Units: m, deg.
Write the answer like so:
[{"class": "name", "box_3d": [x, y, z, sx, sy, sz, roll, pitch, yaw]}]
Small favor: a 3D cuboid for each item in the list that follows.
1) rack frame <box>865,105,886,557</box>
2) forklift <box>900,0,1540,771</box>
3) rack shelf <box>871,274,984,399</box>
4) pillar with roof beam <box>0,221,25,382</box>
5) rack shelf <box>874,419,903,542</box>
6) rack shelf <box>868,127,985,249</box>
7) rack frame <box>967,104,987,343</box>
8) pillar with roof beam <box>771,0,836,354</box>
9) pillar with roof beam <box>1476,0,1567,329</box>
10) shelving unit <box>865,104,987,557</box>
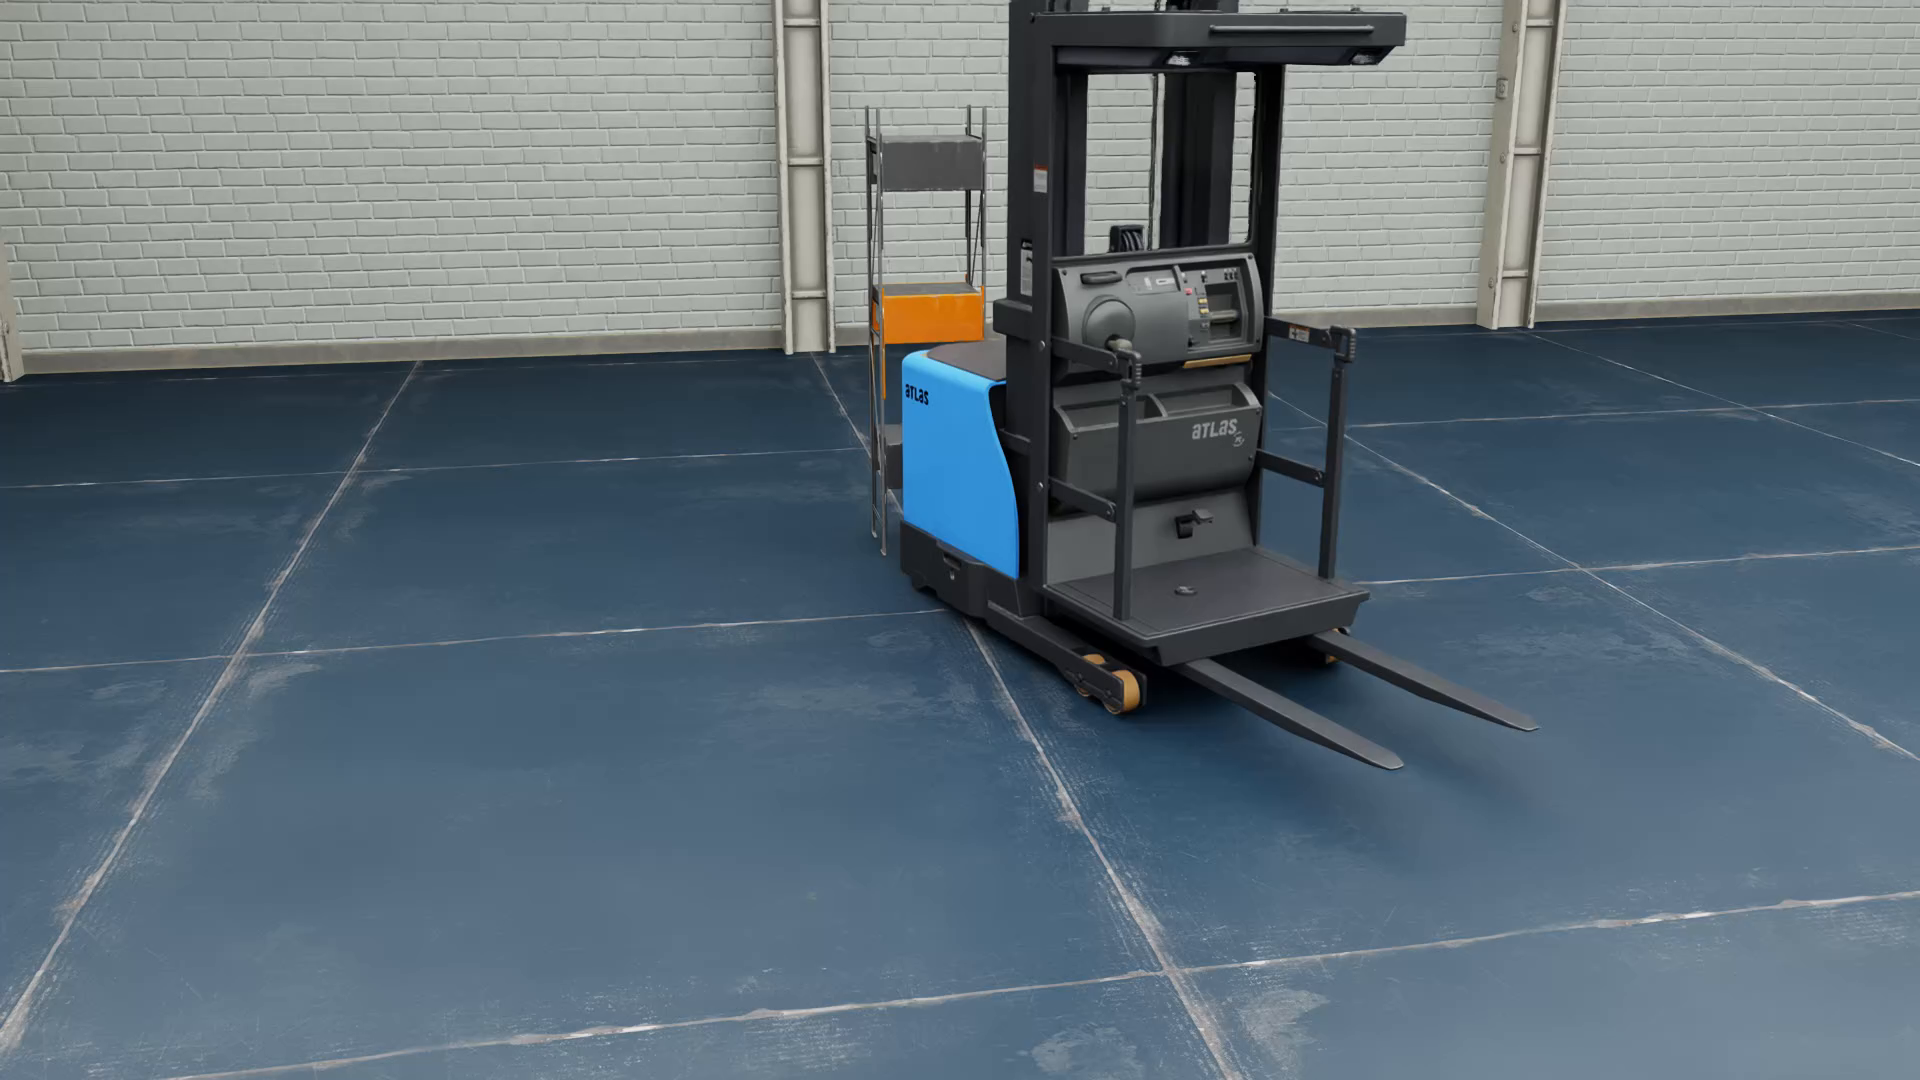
[{"class": "rack frame", "box_3d": [-0.402, -0.981, 7.929, 0.015, 2.100, 0.400, -3, 17, -10]}, {"class": "forklift", "box_3d": [0.892, -0.904, 6.263, 1.130, 2.935, 3.031, -9, 19, -28]}, {"class": "rack shelf", "box_3d": [-0.163, -0.981, 7.978, 0.480, 0.518, 0.431, -3, 17, -10]}, {"class": "pillar with roof beam", "box_3d": [-6.277, -4.241, 6.794, 0.400, 9.000, 9.100, -3, 17, -10]}, {"class": "rack shelf", "box_3d": [-0.163, -0.312, 8.183, 0.480, 0.518, 0.431, -3, 17, -10]}, {"class": "rack shelf", "box_3d": [-0.163, -1.651, 7.772, 0.480, 0.518, 0.431, -3, 17, -10]}, {"class": "rack frame", "box_3d": [0.077, -1.008, 8.018, 0.015, 2.100, 0.400, -3, 17, -10]}, {"class": "pillar with roof beam", "box_3d": [-0.386, -4.576, 7.882, 0.400, 9.000, 9.100, -3, 17, -10]}, {"class": "pillar with roof beam", "box_3d": [5.505, -4.910, 8.970, 0.400, 9.000, 9.100, -3, 17, -10]}, {"class": "shelving unit", "box_3d": [-0.163, -0.995, 7.973, 0.503, 2.100, 0.431, -3, 17, -10]}]
